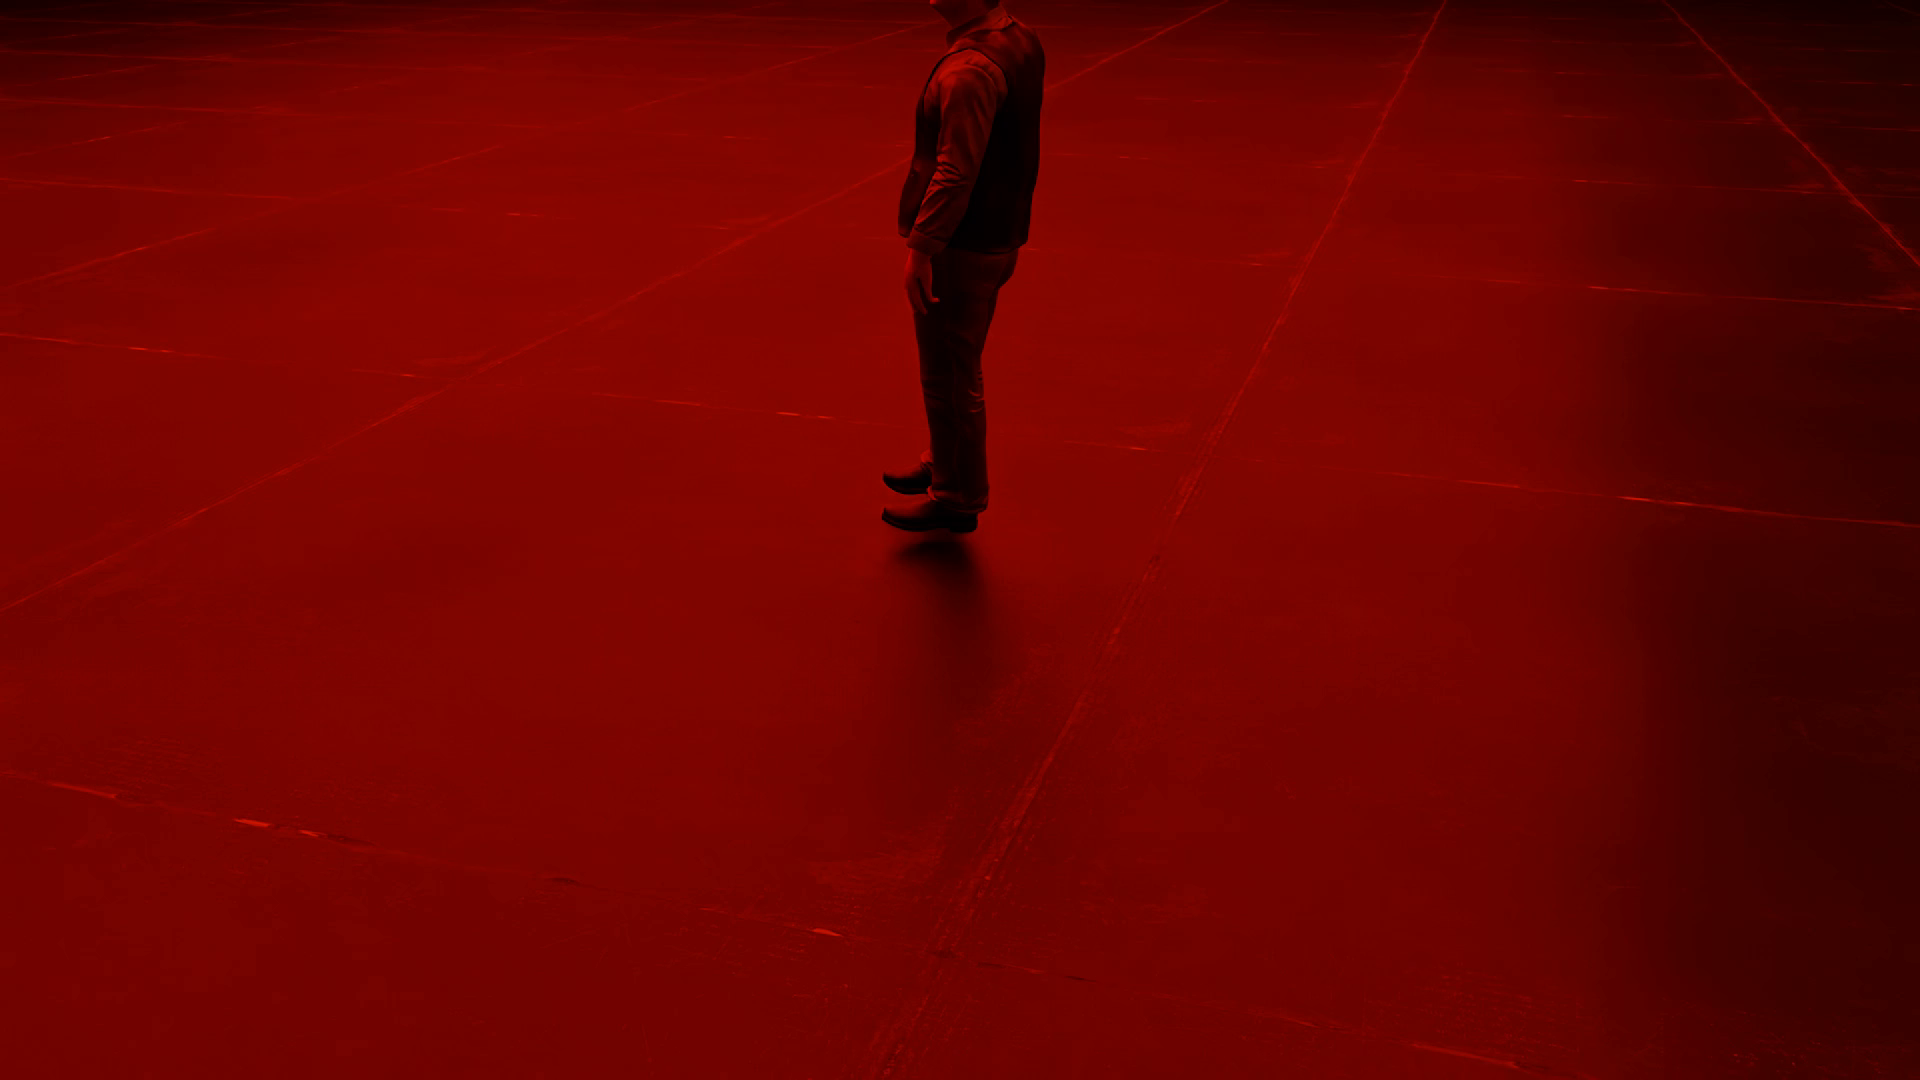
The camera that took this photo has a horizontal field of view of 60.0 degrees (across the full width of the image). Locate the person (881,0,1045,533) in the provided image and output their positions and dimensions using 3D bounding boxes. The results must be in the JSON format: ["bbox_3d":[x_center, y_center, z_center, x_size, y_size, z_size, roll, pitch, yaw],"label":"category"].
[{"bbox_3d":[-0.058,-0.849,4.798,0.566,1.722,0.633,7,23,16],"label":"person"}]
